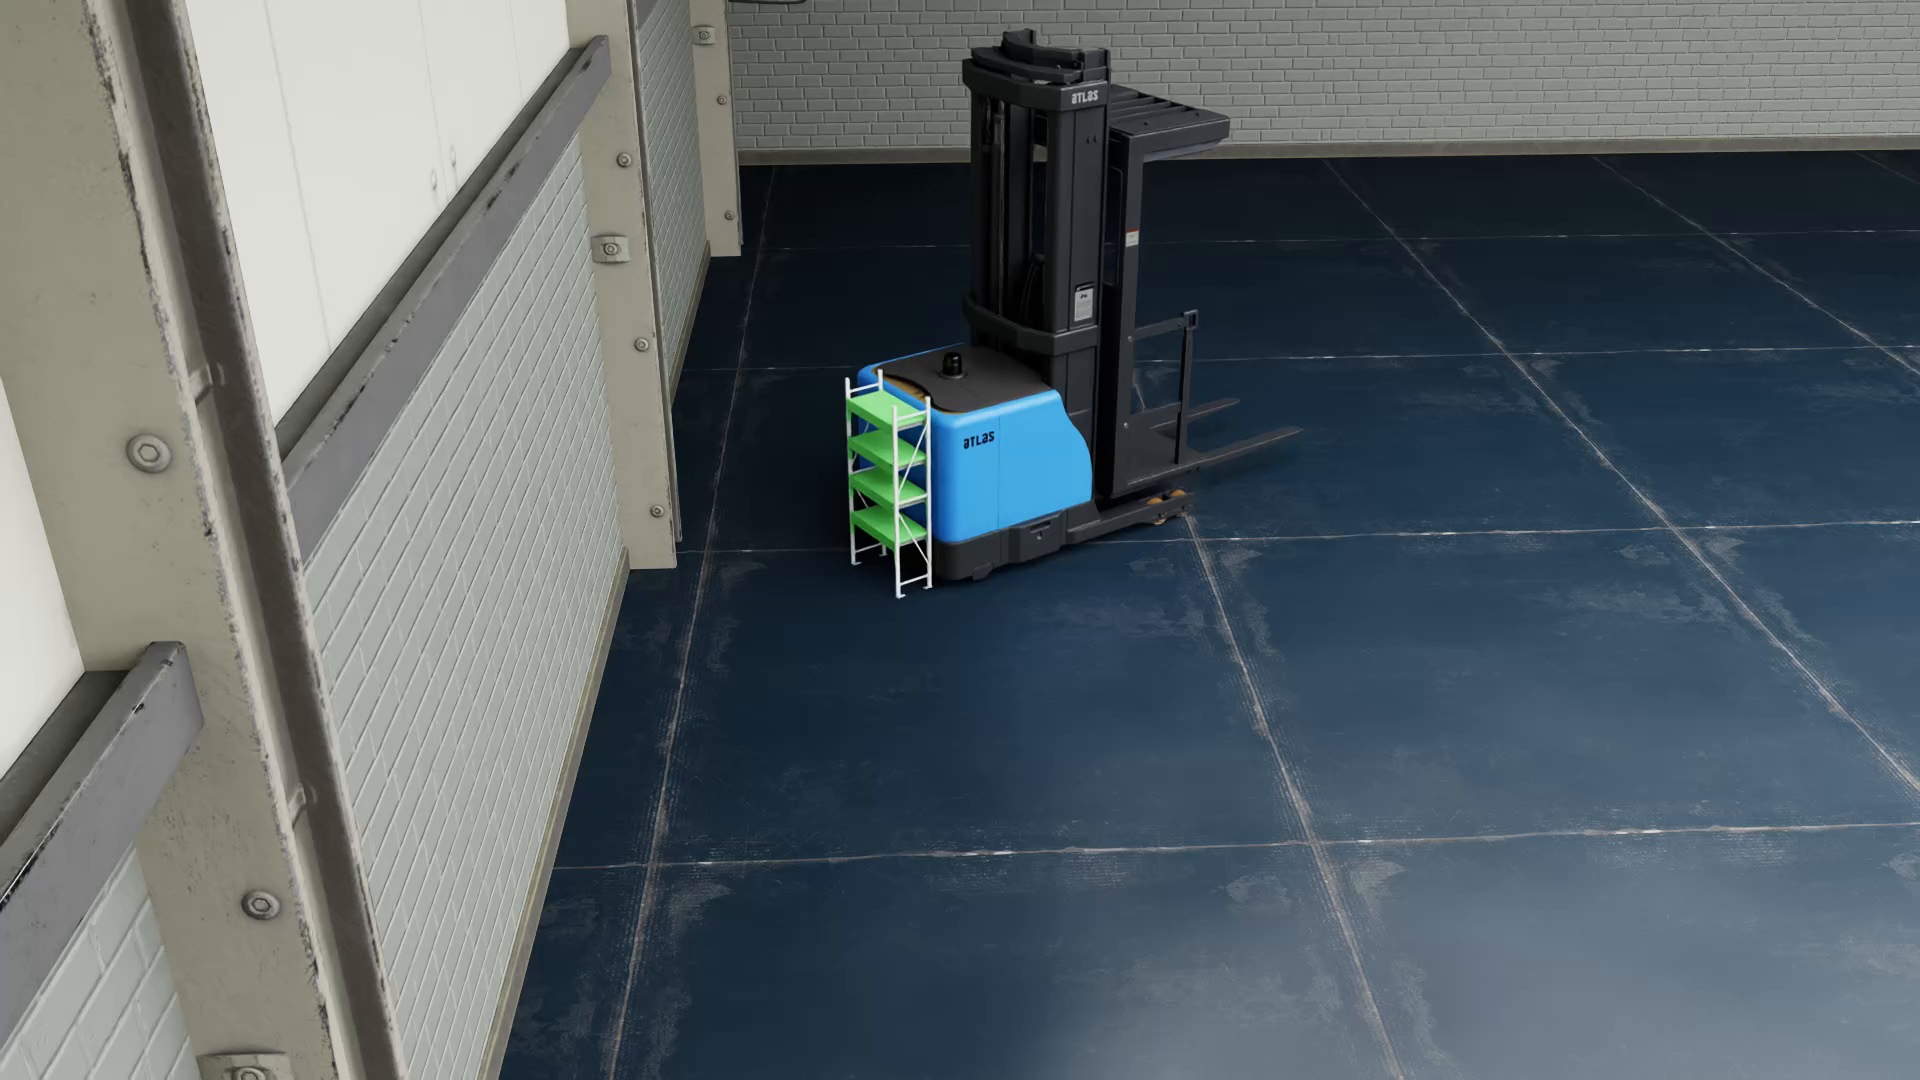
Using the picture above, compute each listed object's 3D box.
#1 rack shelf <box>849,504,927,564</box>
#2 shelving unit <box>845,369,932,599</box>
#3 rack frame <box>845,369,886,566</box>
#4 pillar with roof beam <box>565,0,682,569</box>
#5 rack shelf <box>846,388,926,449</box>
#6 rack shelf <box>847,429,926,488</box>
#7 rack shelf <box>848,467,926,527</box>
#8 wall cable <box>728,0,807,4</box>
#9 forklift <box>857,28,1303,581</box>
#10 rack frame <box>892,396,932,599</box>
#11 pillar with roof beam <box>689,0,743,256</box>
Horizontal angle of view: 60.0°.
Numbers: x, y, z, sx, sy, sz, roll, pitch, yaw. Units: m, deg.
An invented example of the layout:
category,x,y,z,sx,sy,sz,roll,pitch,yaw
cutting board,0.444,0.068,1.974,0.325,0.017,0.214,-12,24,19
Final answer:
category,x,y,z,sx,sy,sz,roll,pitch,yaw
rack shelf,-0.409,-0.050,9.706,0.258,0.148,0.480,-18,33,-31
shelving unit,-0.409,-0.320,9.566,0.258,1.200,0.503,-18,33,-31
rack frame,-0.549,-0.412,9.743,0.240,1.200,0.015,-18,33,-31
pillar with roof beam,2.437,-4.015,8.217,9.100,9.000,0.400,-1,28,-3
rack shelf,-0.409,-0.689,9.373,0.258,0.148,0.480,-18,33,-31
rack shelf,-0.409,-0.476,9.484,0.258,0.148,0.480,-18,33,-31
rack shelf,-0.409,-0.263,9.595,0.258,0.148,0.480,-18,33,-31
wall cable,-1.008,-6.697,16.718,3.097,2.526,0.112,-1,28,-3
forklift,0.874,-1.578,10.106,3.031,2.935,1.130,-18,32,-30
rack frame,-0.269,-0.227,9.389,0.240,1.200,0.015,-18,33,-31
pillar with roof beam,2.124,-6.786,13.530,9.100,9.000,0.400,-1,28,-3
